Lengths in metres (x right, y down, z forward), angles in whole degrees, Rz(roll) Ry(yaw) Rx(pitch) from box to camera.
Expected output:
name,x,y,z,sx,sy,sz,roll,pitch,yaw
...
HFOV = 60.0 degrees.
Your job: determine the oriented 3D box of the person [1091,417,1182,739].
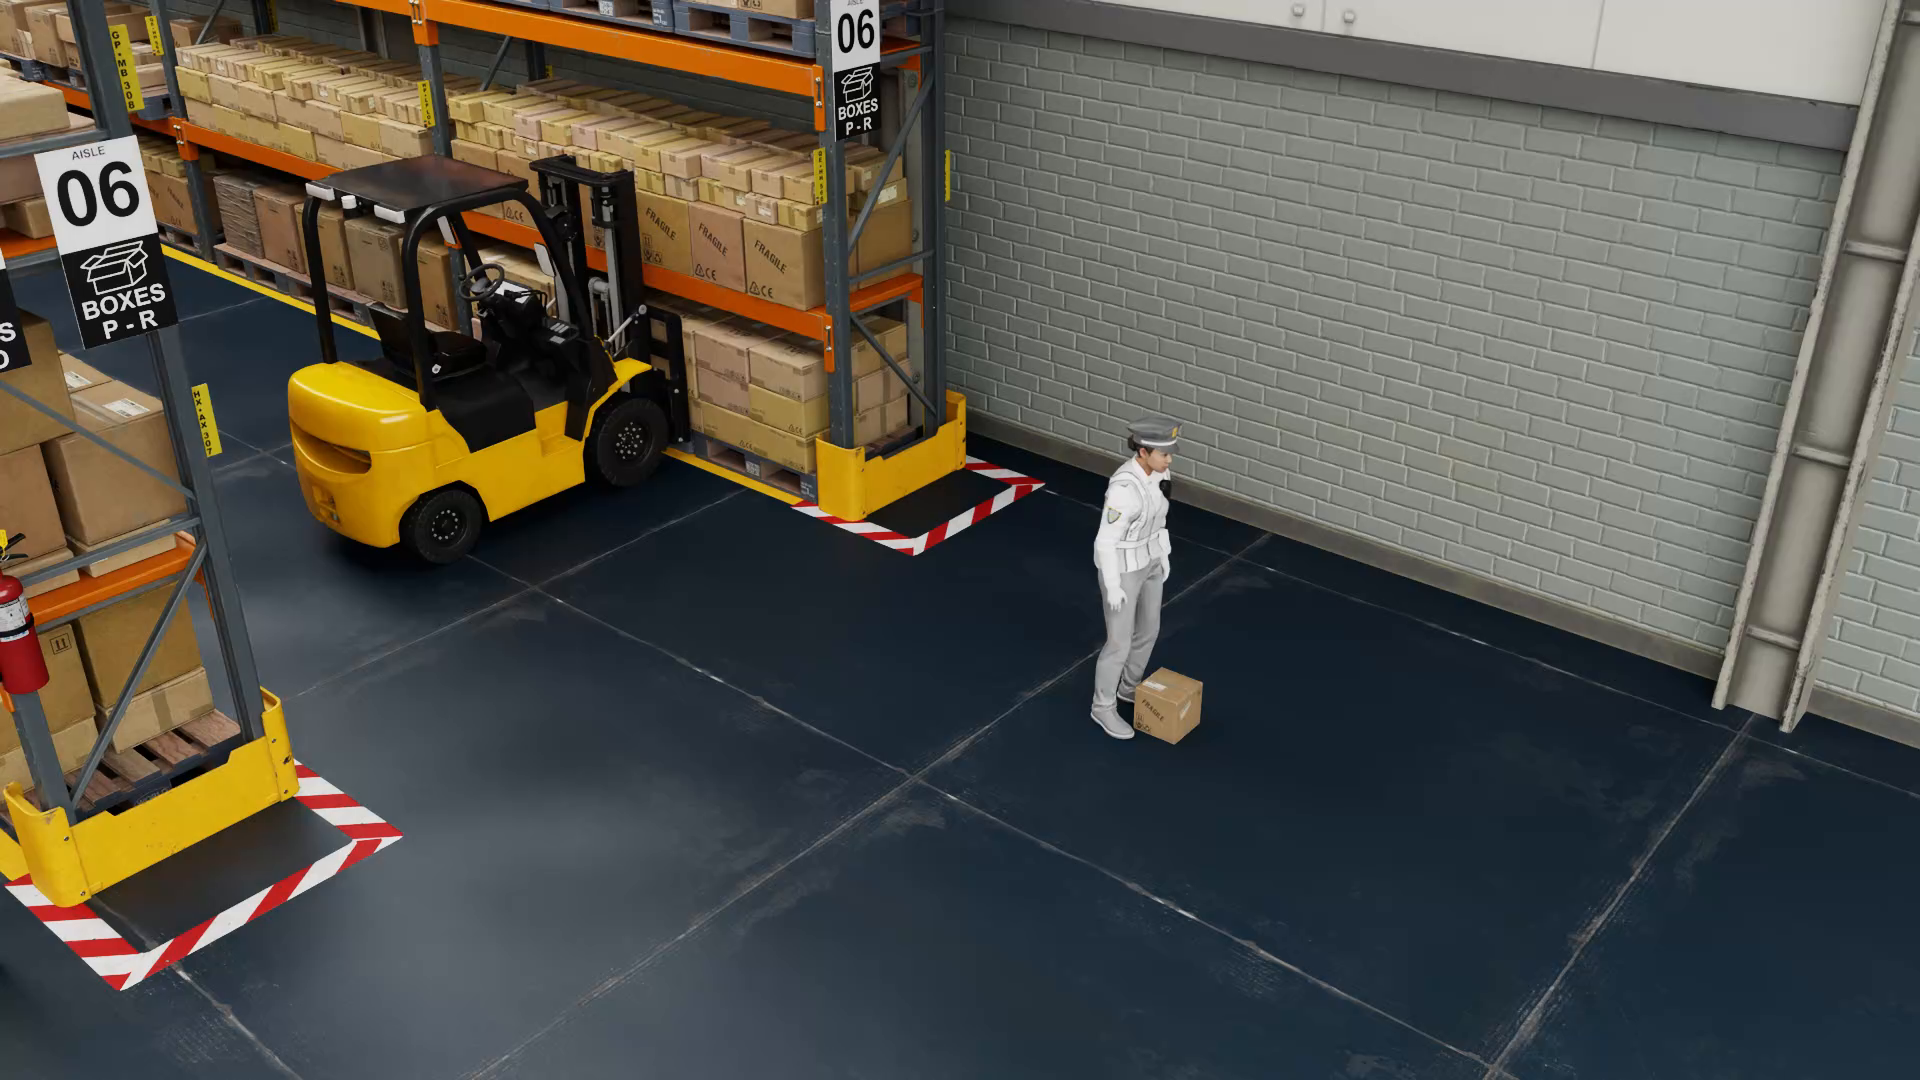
name,x,y,z,sx,sy,sz,roll,pitch,yaw
person,0.876,0.155,8.318,0.375,1.664,0.529,21,34,34
